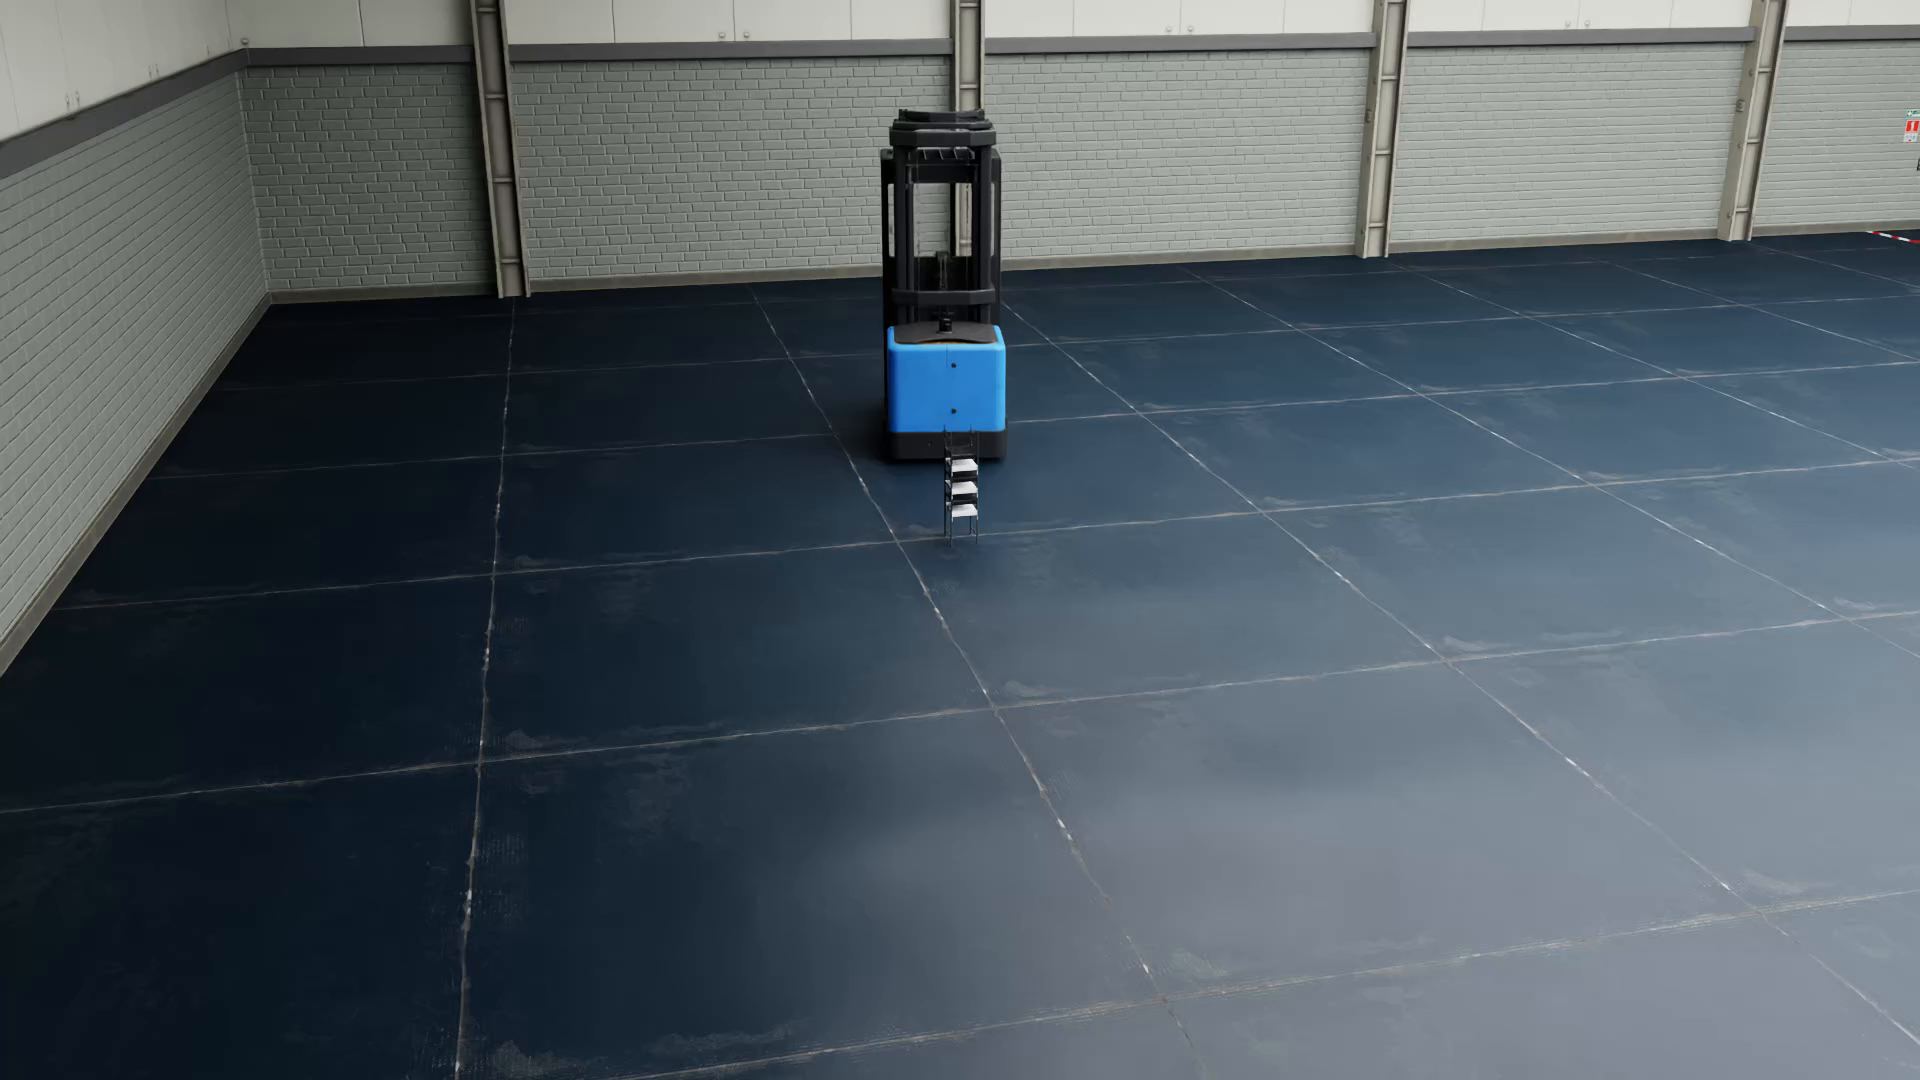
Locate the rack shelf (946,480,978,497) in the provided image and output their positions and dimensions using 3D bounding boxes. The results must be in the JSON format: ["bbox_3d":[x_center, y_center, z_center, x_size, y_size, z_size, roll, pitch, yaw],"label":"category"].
[{"bbox_3d":[0.008,-0.392,12.673,0.200,0.077,0.258,-5,21,-12],"label":"rack shelf"}]

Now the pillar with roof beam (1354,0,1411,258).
[{"bbox_3d":[6.925,-6.892,18.547,0.400,9.000,9.100,-5,21,-12],"label":"pillar with roof beam"}]

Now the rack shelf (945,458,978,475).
[{"bbox_3d":[0.008,-0.561,12.611,0.200,0.077,0.258,-5,21,-12],"label":"rack shelf"}]

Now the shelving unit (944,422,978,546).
[{"bbox_3d":[0.008,-0.423,12.662,0.210,0.900,0.258,-5,21,-12],"label":"shelving unit"}]

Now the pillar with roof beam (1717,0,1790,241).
[{"bbox_3d":[12.764,-7.367,19.843,0.400,9.000,9.100,-5,21,-12],"label":"pillar with roof beam"}]

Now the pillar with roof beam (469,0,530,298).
[{"bbox_3d":[-4.753,-5.942,15.954,0.400,9.000,9.100,-5,21,-12],"label":"pillar with roof beam"}]

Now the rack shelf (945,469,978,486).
[{"bbox_3d":[0.008,-0.476,12.642,0.200,0.077,0.258,-5,21,-12],"label":"rack shelf"}]

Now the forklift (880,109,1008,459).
[{"bbox_3d":[-0.182,-2.543,15.496,1.130,2.935,3.031,-1,20,-3],"label":"forklift"}]

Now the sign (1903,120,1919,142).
[{"bbox_3d":[14.637,-6.291,25.575,0.234,0.329,0.001,-5,21,-12],"label":"sign"}]

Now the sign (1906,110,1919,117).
[{"bbox_3d":[14.644,-6.537,25.476,0.331,0.109,0.001,-5,21,-12],"label":"sign"}]

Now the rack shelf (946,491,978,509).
[{"bbox_3d":[0.008,-0.307,12.704,0.200,0.077,0.258,-5,21,-12],"label":"rack shelf"}]

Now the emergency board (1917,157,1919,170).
[{"bbox_3d":[15.186,-6.289,25.621,0.626,1.169,0.157,-5,21,-12],"label":"emergency board"}]

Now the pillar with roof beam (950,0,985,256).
[{"bbox_3d":[1.086,-6.417,17.250,0.400,9.000,9.100,-5,21,-12],"label":"pillar with roof beam"}]

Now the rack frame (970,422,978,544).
[{"bbox_3d":[0.107,-0.431,12.684,0.006,0.900,0.240,-5,21,-12],"label":"rack frame"}]

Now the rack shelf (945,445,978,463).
[{"bbox_3d":[0.008,-0.645,12.580,0.200,0.077,0.258,-5,21,-12],"label":"rack shelf"}]

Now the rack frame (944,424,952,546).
[{"bbox_3d":[-0.091,-0.415,12.640,0.006,0.900,0.240,-5,21,-12],"label":"rack frame"}]

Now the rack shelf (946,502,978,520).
[{"bbox_3d":[0.008,-0.223,12.735,0.200,0.077,0.258,-5,21,-12],"label":"rack shelf"}]
